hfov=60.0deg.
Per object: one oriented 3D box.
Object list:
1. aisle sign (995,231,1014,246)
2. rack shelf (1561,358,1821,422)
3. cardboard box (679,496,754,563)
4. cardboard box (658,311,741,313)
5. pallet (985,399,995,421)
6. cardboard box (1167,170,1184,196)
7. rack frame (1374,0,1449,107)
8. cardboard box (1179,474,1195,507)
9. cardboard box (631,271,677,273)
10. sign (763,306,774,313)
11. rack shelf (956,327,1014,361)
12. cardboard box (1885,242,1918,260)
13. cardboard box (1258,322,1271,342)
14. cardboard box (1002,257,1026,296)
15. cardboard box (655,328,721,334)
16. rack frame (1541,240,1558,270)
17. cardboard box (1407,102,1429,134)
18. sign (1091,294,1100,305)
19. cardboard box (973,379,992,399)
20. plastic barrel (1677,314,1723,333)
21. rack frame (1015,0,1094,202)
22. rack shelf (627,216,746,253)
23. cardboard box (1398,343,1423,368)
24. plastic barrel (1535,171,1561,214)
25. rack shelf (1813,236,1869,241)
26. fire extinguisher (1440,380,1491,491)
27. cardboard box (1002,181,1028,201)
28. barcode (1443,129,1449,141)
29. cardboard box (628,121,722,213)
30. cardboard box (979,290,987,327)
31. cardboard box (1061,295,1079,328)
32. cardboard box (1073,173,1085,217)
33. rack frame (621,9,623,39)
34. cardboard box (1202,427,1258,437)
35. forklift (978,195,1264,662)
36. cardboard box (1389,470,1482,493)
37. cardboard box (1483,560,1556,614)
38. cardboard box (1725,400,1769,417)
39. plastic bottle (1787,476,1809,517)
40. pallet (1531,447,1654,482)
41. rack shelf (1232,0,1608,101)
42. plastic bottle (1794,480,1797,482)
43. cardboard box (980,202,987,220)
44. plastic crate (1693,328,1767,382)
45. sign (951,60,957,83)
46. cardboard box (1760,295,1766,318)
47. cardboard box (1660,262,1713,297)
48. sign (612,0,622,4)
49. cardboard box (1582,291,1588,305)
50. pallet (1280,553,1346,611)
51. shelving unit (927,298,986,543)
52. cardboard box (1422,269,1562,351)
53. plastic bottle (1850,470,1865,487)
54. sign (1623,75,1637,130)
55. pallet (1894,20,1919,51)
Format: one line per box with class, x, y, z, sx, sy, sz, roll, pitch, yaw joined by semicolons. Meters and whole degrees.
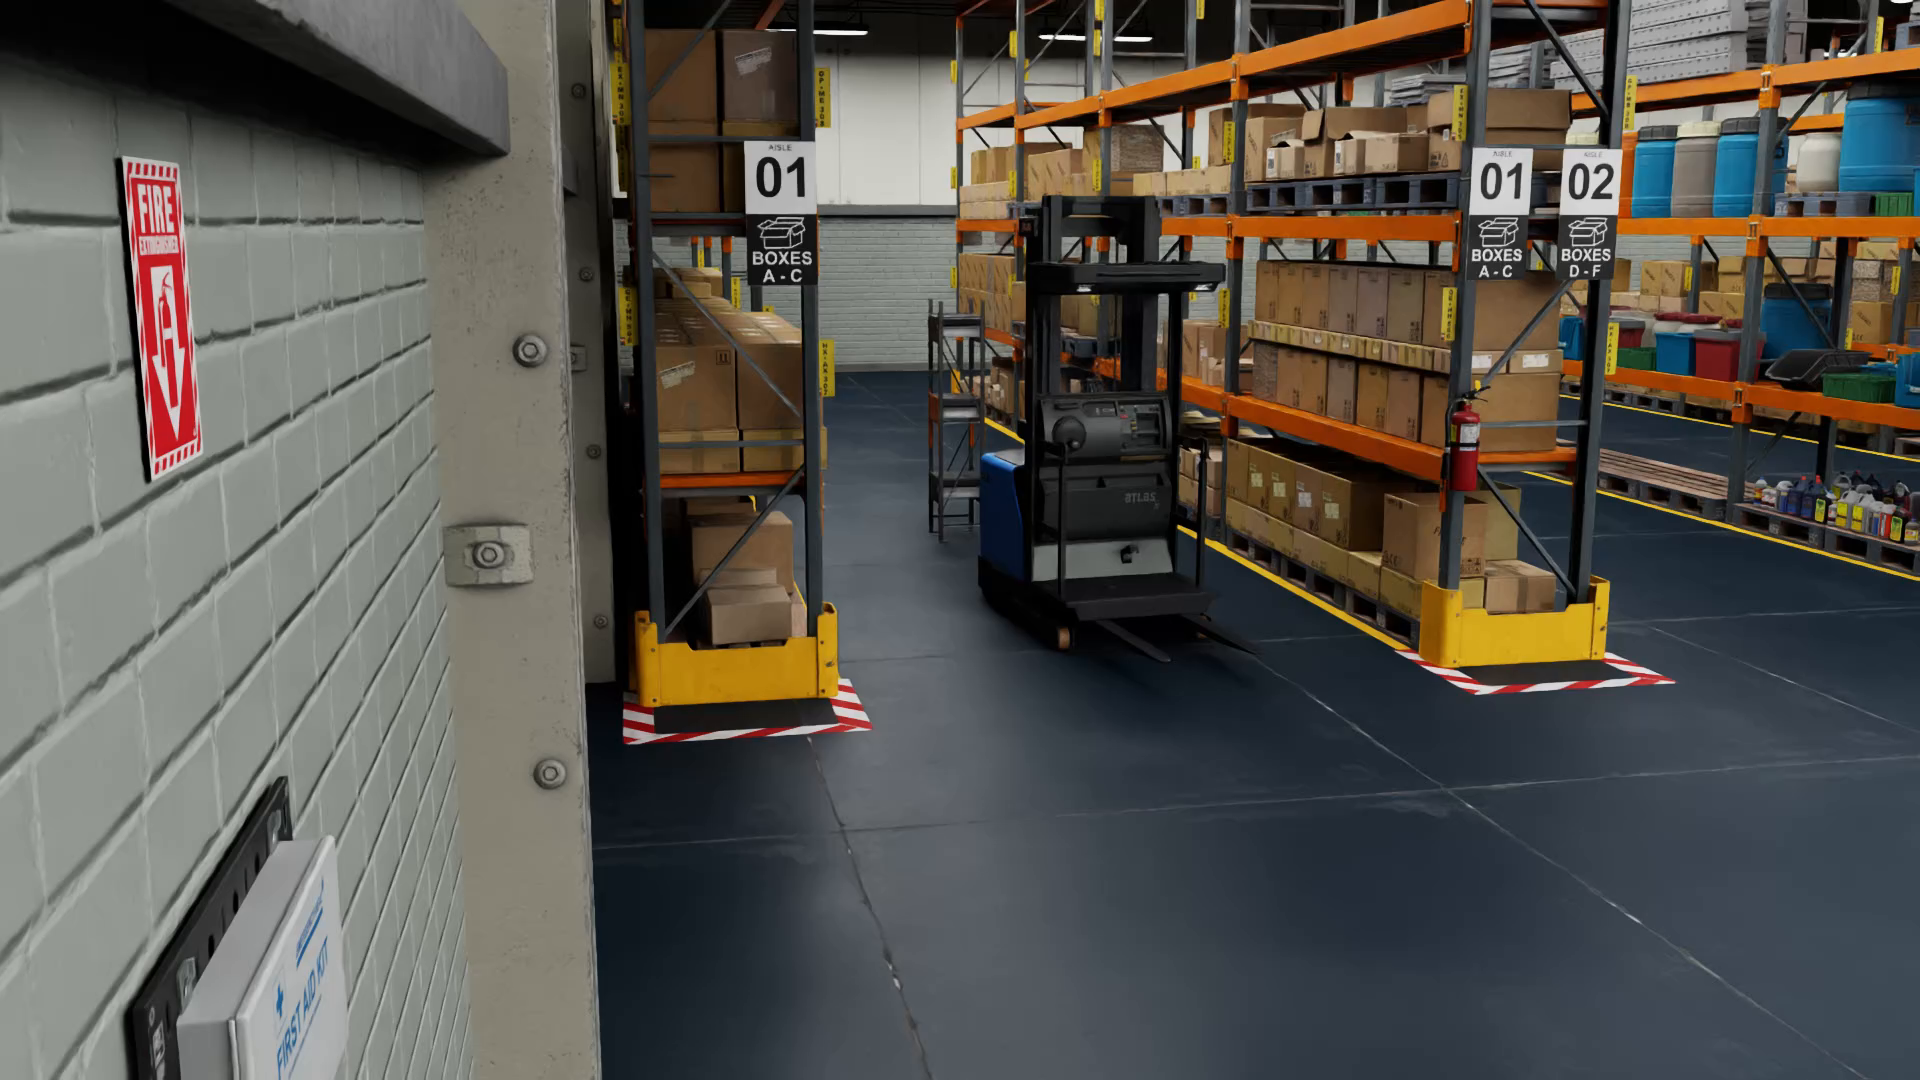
aisle sign;0.730;-4.959;25.775;0.394;0.787;0.004;-2;11;-11
rack shelf;7.247;-1.650;17.268;1.077;0.370;4.000;-2;11;-11
cardboard box;-1.841;-0.076;12.581;0.500;0.500;0.500;-3;11;-15
cardboard box;-2.147;-1.636;13.827;0.700;0.500;0.500;-2;11;-11
pallet;0.847;-1.905;24.140;1.003;0.211;1.213;-2;11;-11
cardboard box;2.362;-3.515;16.398;0.500;0.250;0.500;-2;11;-12
rack frame;6.080;-6.051;22.422;1.000;3.000;0.127;-2;11;-11
cardboard box;2.315;-0.471;15.381;0.500;0.250;0.500;-2;11;-12
cardboard box;-3.496;-2.940;18.999;0.500;0.250;0.500;-2;11;-12
sign;-1.551;-1.723;13.411;0.100;0.325;0.005;-2;11;-11
rack shelf;0.832;-2.938;24.034;1.077;0.370;4.000;-2;11;-11
cardboard box;15.159;-4.492;26.539;0.500;0.500;0.500;-2;11;-13
cardboard box;2.688;-1.723;13.723;0.380;0.149;0.250;-2;11;-10
cardboard box;0.868;-3.548;22.375;0.500;0.500;0.500;-2;11;-11
cardboard box;-1.797;-1.113;10.866;0.500;0.500;0.500;-2;11;-13
rack frame;10.160;-4.018;27.783;1.000;3.000;0.127;-2;11;-11
cardboard box;3.500;-2.836;11.787;0.500;0.500;0.500;-2;11;-11
sign;1.468;-2.699;17.972;0.100;0.325;0.005;-2;11;-11
cardboard box;0.465;-2.230;24.568;0.500;0.250;0.500;-2;11;-11
plastic barrel;7.522;-2.022;16.932;0.433;0.535;0.433;0;11;0
rack frame;1.221;-5.872;21.479;1.000;3.000;0.127;-2;11;-11
rack shelf;-2.471;-2.763;15.095;1.077;0.370;4.000;-2;11;-11
cardboard box;3.191;-1.249;11.237;0.380;0.149;0.250;-2;11;-12
plastic barrel;6.618;-3.831;18.479;0.421;0.512;0.421;0;11;0
rack shelf;15.434;-4.933;26.493;1.077;0.370;4.000;-2;11;-11
fire extinguisher;3.122;-0.647;10.281;0.296;0.674;0.183;-2;11;-11
cardboard box;0.860;-4.649;22.143;0.500;0.250;0.500;-2;11;-11
barcode;3.023;-2.520;10.340;0.001;0.075;0.075;-2;11;-11
cardboard box;-1.633;-2.143;9.588;0.500;0.500;0.500;-1;11;-7
cardboard box;0.566;-3.338;23.944;0.500;0.500;0.500;-2;11;-10
cardboard box;1.625;-2.858;20.300;0.700;0.500;0.500;-5;12;-25
cardboard box;1.781;-3.886;18.801;0.910;0.500;0.500;-2;11;-11
rack frame;-4.416;-6.424;24.383;1.000;3.000;0.127;-2;11;-11
cardboard box;2.640;-0.955;16.423;0.500;0.311;0.500;-2;11;-9
forklift;1.056;-0.798;11.051;1.130;2.935;3.031;-3;11;-17
cardboard box;3.459;-0.237;12.144;0.500;0.500;0.500;-2;11;-11
cardboard box;3.668;0.314;11.254;0.500;0.250;0.500;-2;11;-11
cardboard box;11.257;-2.166;22.614;1.225;0.875;0.875;-3;11;-13
plastic bottle;7.386;-0.388;14.623;0.144;0.351;0.185;-2;11;-9
pallet;6.971;-0.857;18.635;1.003;0.211;1.213;-2;11;-11
rack shelf;3.166;-3.488;11.947;1.077;0.370;4.000;-2;11;-11
plastic bottle;7.462;-0.390;14.810;0.061;0.283;0.133;-2;11;-11
cardboard box;0.580;-4.679;23.638;0.500;0.250;0.500;-2;11;-11
plastic crate;7.242;-1.746;15.676;0.402;0.464;0.583;-2;11;-11
sign;-0.090;-7.083;25.135;0.100;0.325;0.005;-2;11;-11
cardboard box;10.978;-3.056;22.462;0.500;0.500;0.500;-2;11;-12
cardboard box;10.587;-3.800;24.237;0.500;0.500;0.500;-2;11;-9
sign;-3.403;-5.473;16.463;0.100;0.325;0.005;-2;11;-11
cardboard box;10.191;-3.805;26.271;0.500;0.250;0.500;-2;11;-13
pallet;3.131;0.284;12.639;1.003;0.211;1.213;-2;11;-11
shelving unit;-0.032;-1.062;14.660;0.431;2.100;0.503;-2;11;-11
cardboard box;3.466;-1.506;10.849;0.700;0.500;0.500;-2;11;-11
plastic bottle;8.044;-0.444;14.915;0.144;0.351;0.185;-2;11;-13
sign;4.100;-2.685;10.207;0.100;0.325;0.005;-2;11;-11
pallet;8.064;-3.920;12.801;1.003;0.211;1.213;-2;11;-11
